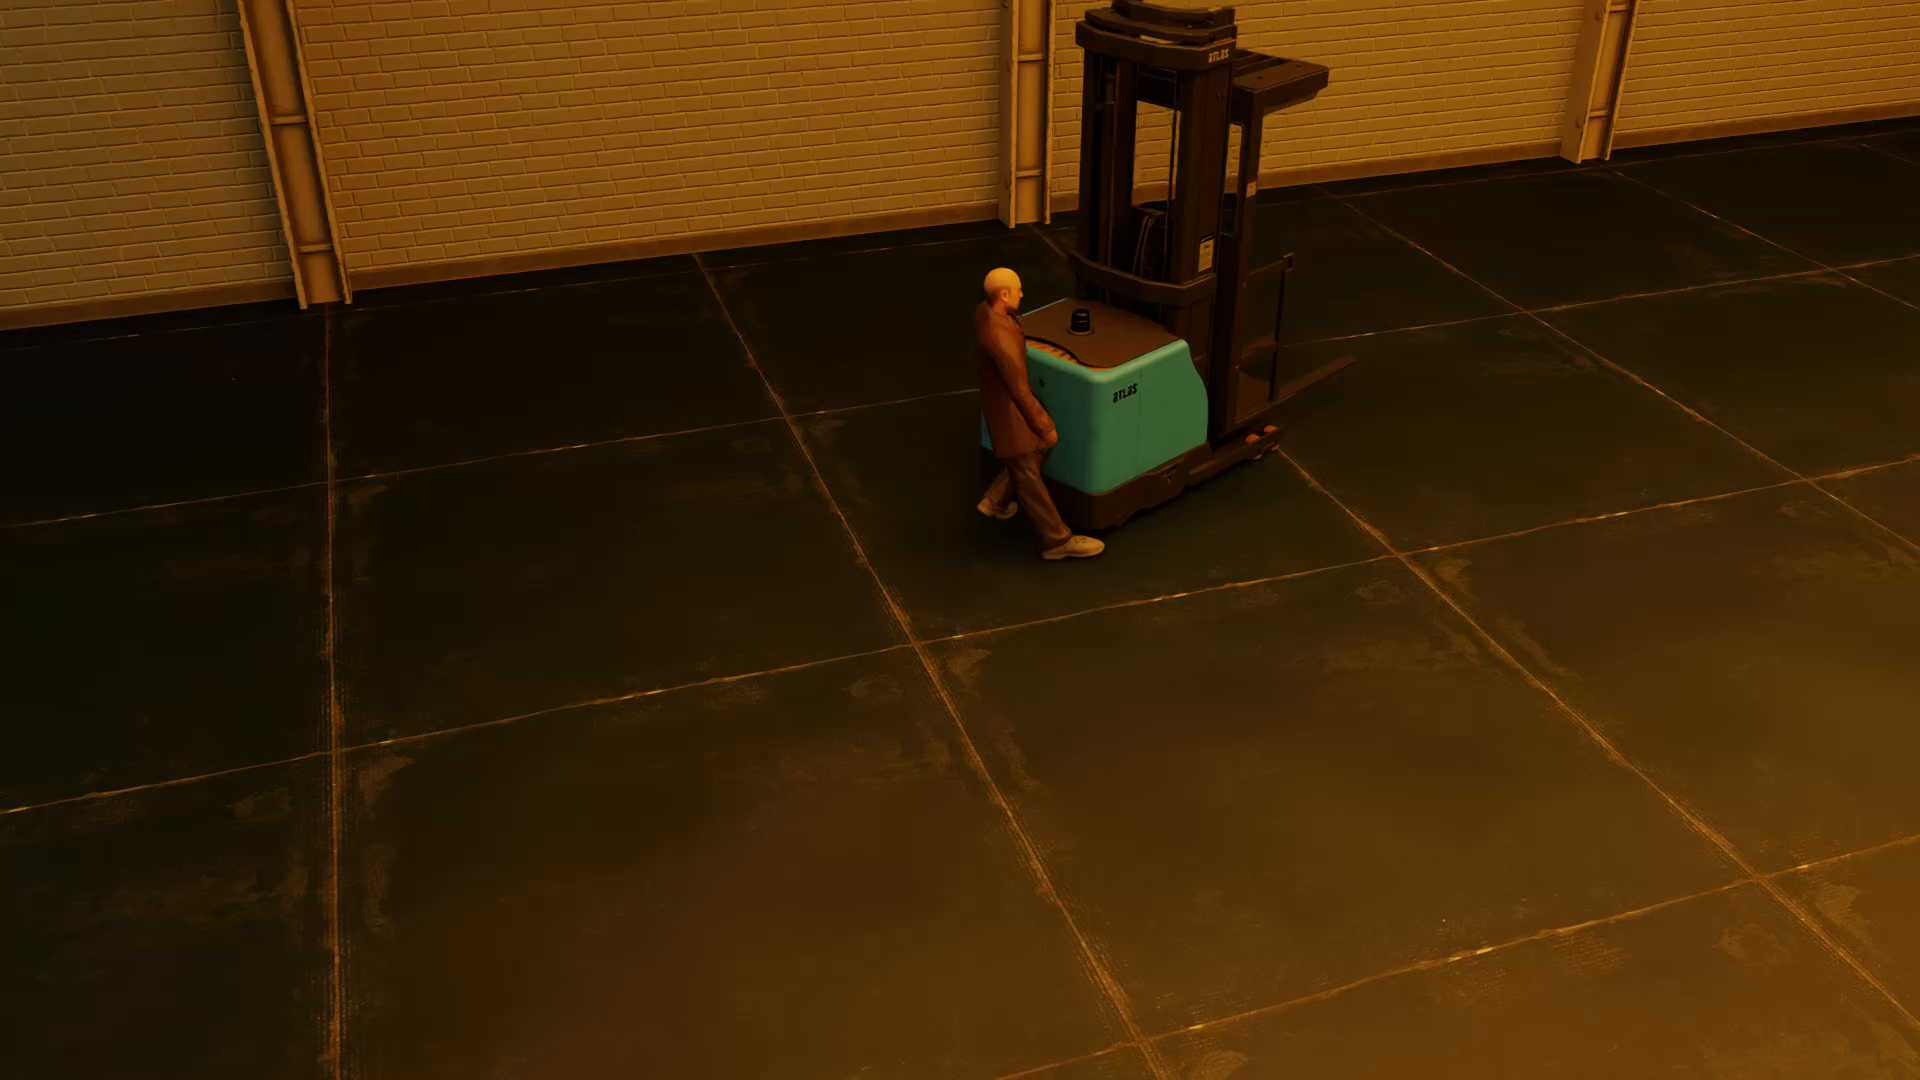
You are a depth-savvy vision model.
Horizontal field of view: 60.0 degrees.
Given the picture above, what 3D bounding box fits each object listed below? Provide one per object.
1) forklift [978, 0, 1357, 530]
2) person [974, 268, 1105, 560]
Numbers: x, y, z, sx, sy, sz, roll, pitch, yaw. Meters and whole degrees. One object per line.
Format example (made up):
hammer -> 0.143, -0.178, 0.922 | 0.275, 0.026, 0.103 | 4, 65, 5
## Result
forklift -> 1.517, -1.961, 10.495 | 3.031, 2.935, 1.130 | -26, 39, -38
person -> 0.461, -0.779, 9.684 | 0.751, 1.694, 0.774 | -2, 30, -3
